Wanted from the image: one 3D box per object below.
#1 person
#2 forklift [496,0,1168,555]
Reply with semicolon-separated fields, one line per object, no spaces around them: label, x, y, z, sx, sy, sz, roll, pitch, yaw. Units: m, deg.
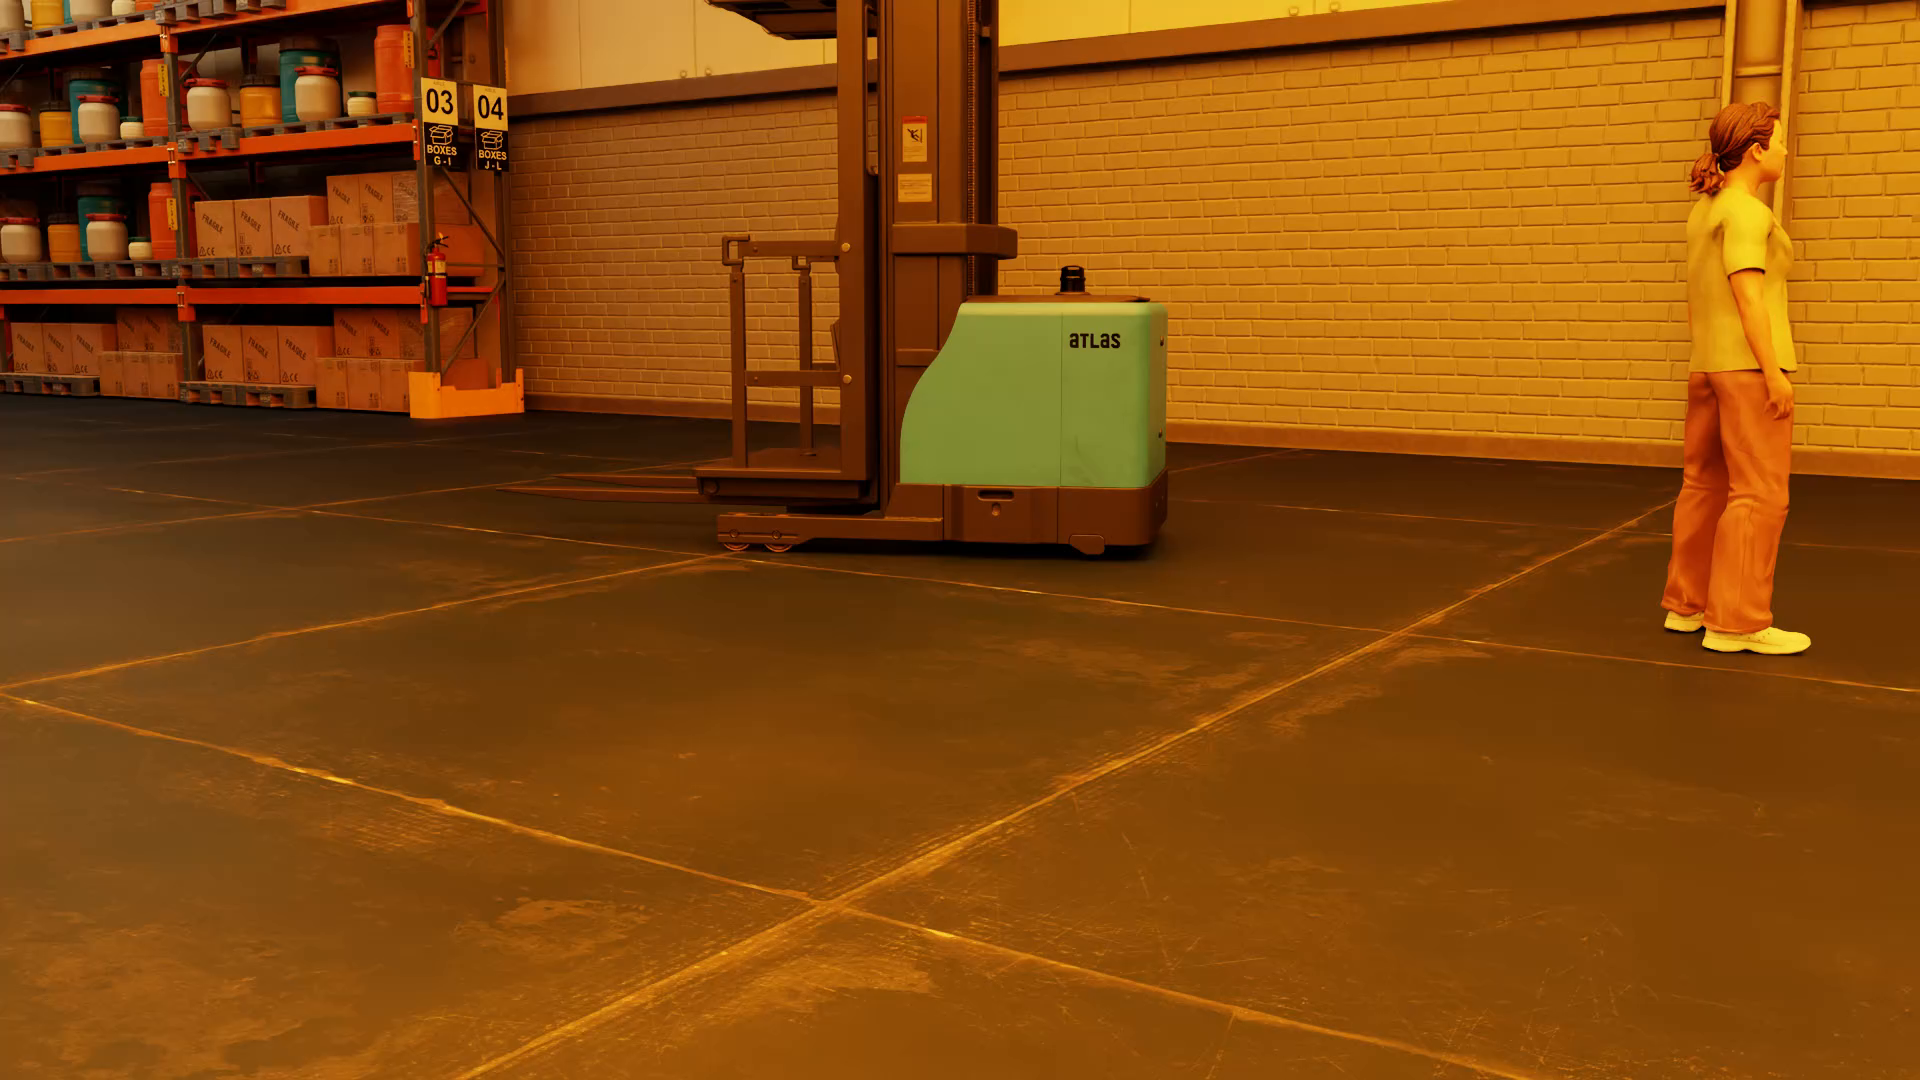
person;2.422;-0.503;5.194;0.401;1.674;0.591;0;8;-1
forklift;-0.596;-1.469;7.520;3.031;2.935;1.130;2;8;12
